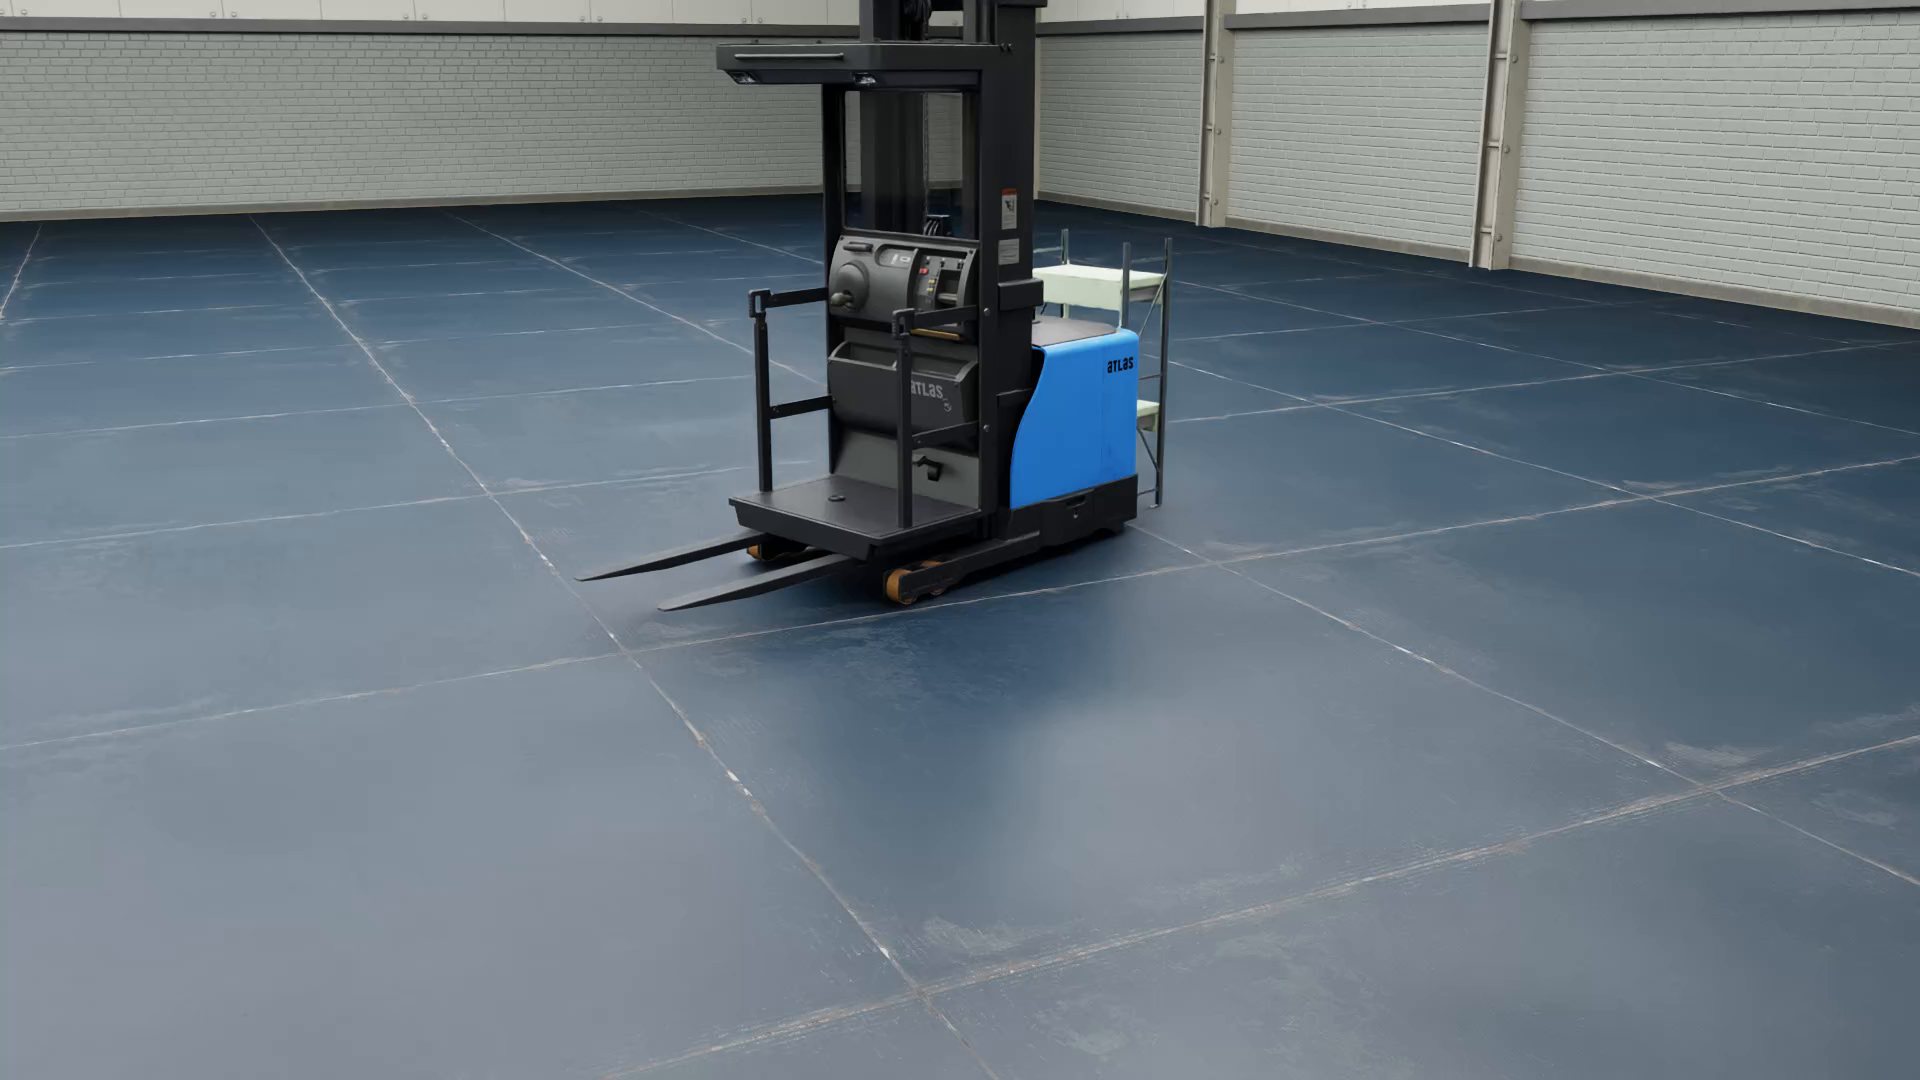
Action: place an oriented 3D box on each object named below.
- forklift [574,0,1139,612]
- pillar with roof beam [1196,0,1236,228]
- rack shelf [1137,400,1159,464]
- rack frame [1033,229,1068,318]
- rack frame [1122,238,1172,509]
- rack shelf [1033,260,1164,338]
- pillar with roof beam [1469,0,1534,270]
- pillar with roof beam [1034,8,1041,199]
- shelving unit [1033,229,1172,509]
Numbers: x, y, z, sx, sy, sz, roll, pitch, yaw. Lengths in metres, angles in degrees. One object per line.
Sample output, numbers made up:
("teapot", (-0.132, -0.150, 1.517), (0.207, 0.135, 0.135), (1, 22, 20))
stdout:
("forklift", (-0.428, -1.268, 7.855), (1.130, 2.935, 3.031), (15, 22, 41))
("pillar with roof beam", (-0.005, -8.636, 22.530), (9.100, 9.000, 0.400), (-8, 18, -25))
("rack shelf", (0.735, -0.634, 9.419), (0.720, 0.370, 0.431), (15, 21, 41))
("rack frame", (0.471, -1.018, 9.572), (0.023, 1.500, 0.400), (15, 21, 41))
("rack frame", (1.002, -0.879, 9.088), (0.023, 1.500, 0.400), (15, 21, 41))
("rack shelf", (0.739, -1.324, 9.224), (0.720, 0.370, 0.431), (15, 21, 41))
("pillar with roof beam", (2.624, -7.148, 17.346), (9.100, 9.000, 0.400), (-8, 18, -25))
("pillar with roof beam", (-2.633, -10.124, 27.715), (9.100, 9.000, 0.400), (-8, 18, -25))
("shelving unit", (0.737, -0.948, 9.330), (0.755, 1.500, 0.431), (15, 21, 41))
